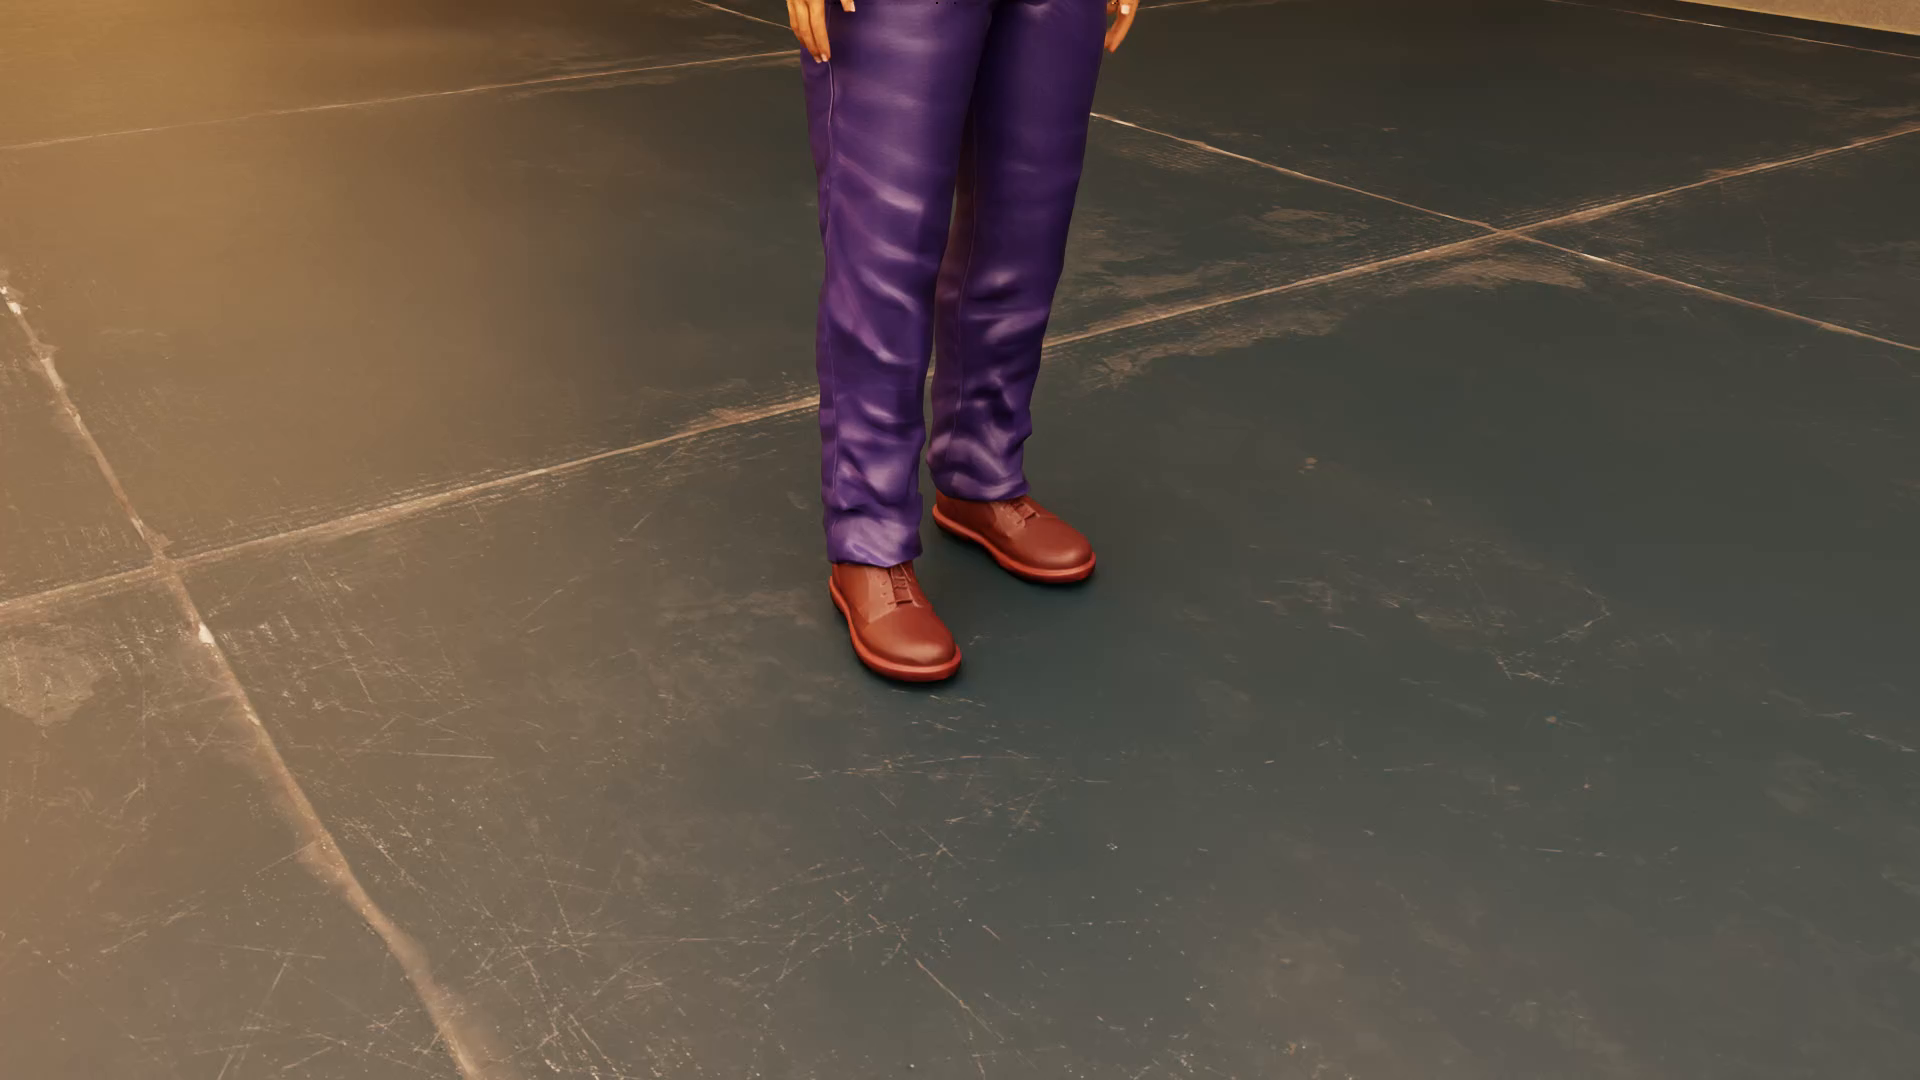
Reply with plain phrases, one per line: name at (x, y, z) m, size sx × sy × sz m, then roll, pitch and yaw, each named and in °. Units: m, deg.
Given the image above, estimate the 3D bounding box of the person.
person at (0.033, -0.704, 2.050) m, size 0.599 × 1.650 × 0.503 m, roll -17°, pitch 31°, yaw -31°
